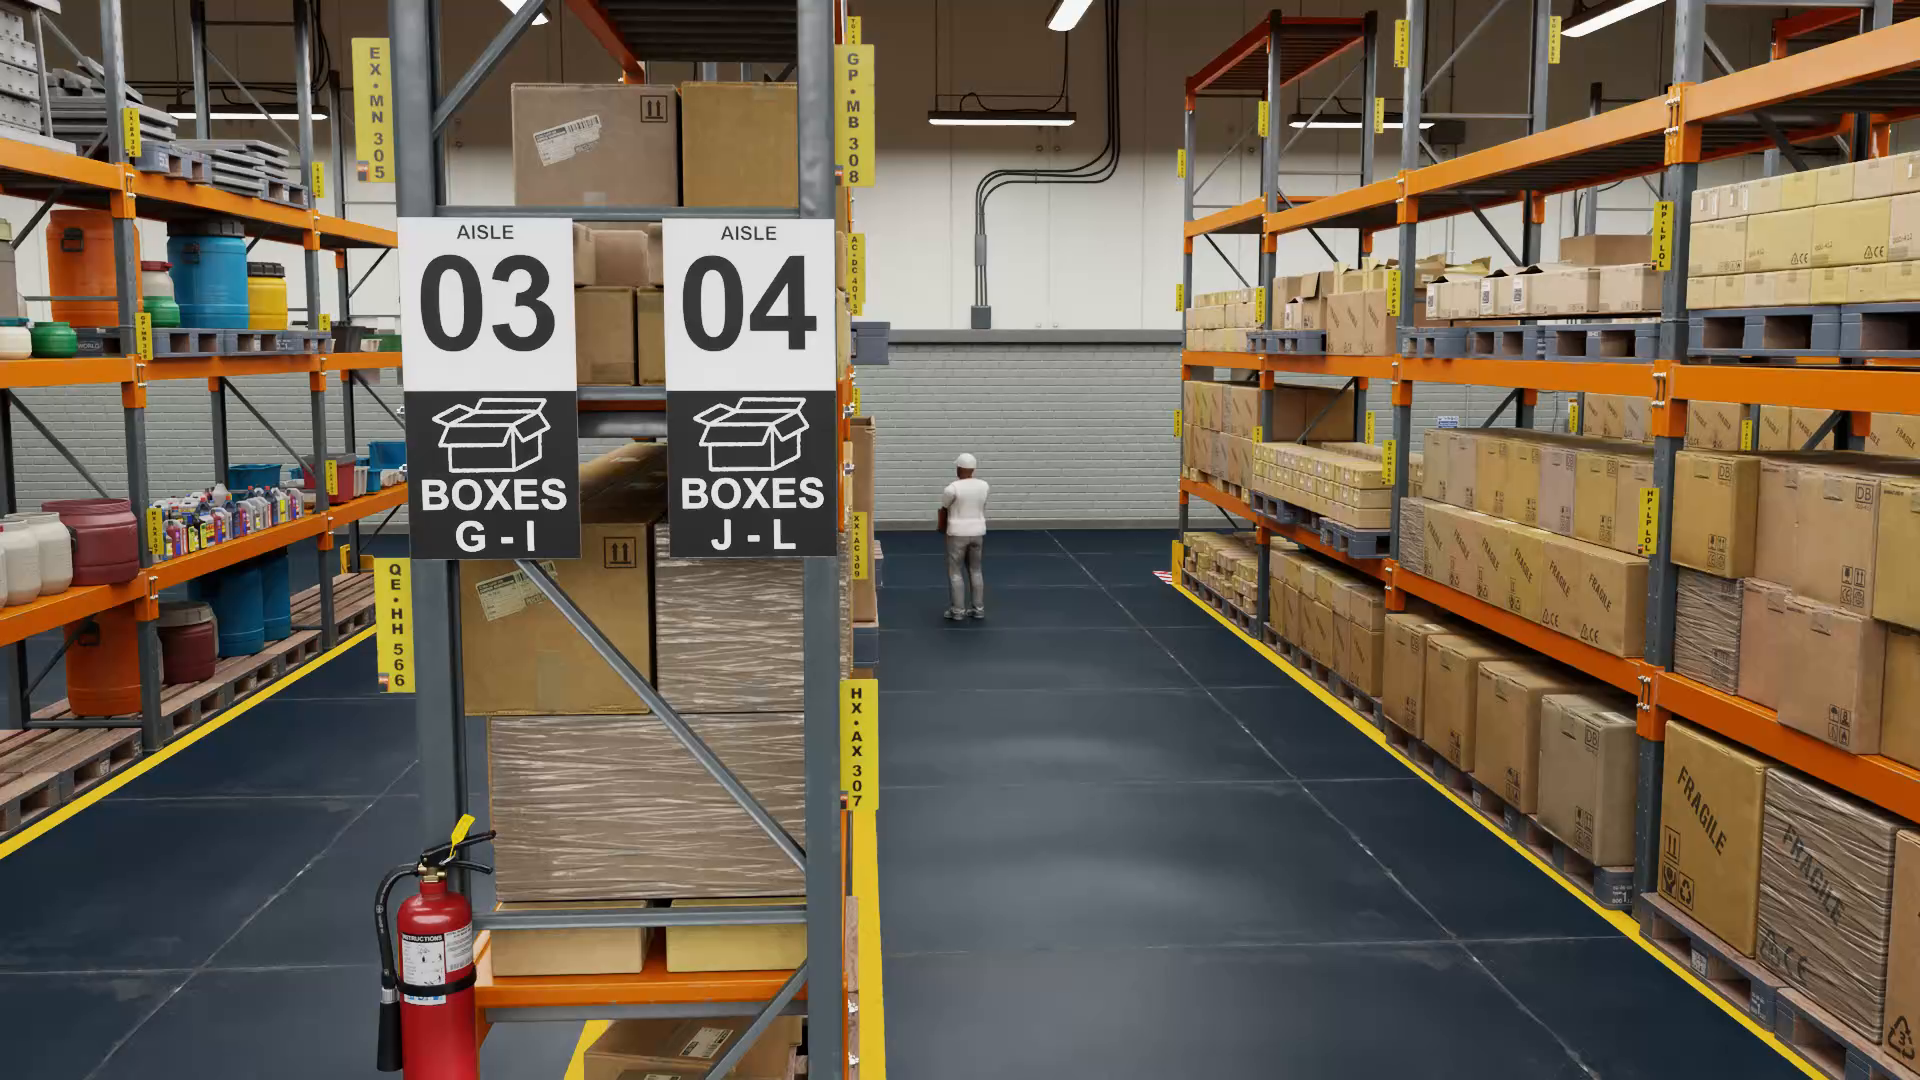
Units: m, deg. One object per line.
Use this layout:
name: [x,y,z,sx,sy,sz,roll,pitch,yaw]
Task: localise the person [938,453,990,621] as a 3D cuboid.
person: [0.003,-0.052,17.602,0.503,1.760,0.586,-3,8,-27]
